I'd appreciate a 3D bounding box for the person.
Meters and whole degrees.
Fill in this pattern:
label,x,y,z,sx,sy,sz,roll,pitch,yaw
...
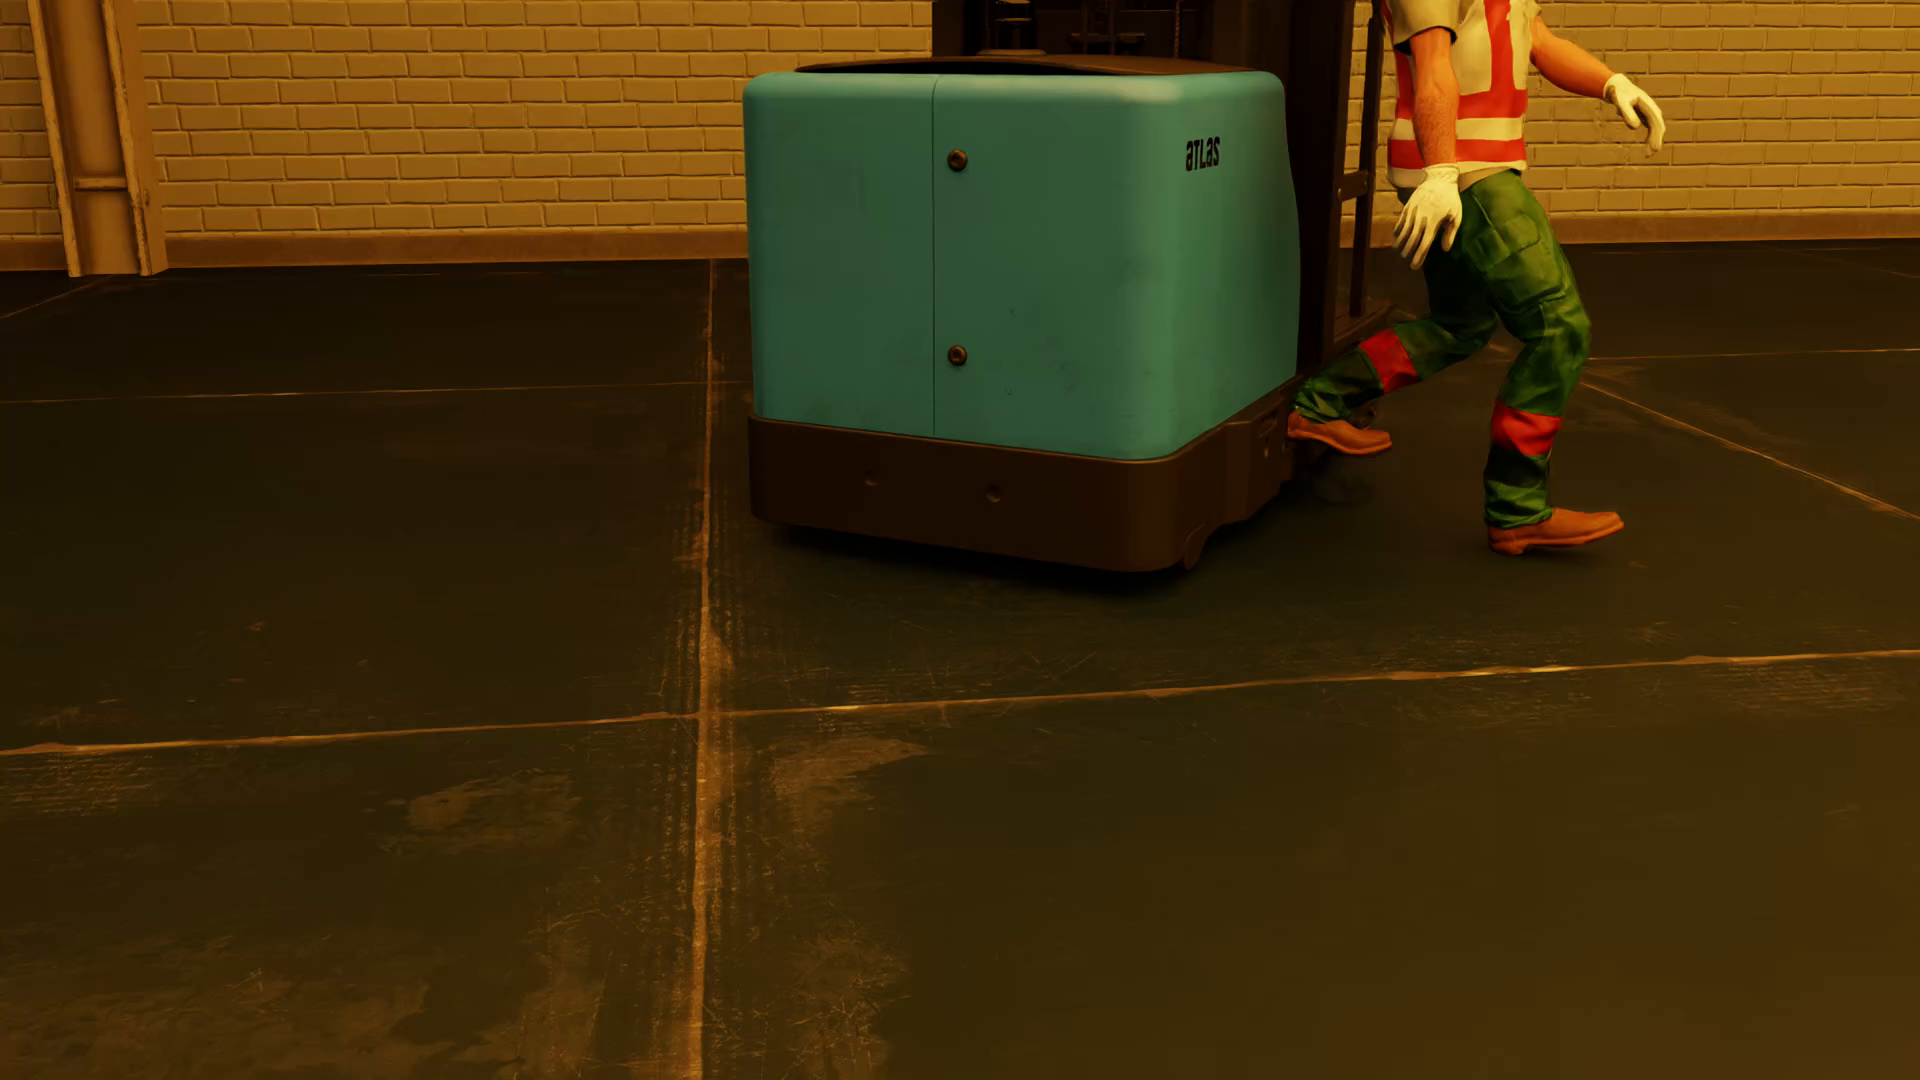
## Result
label,x,y,z,sx,sy,sz,roll,pitch,yaw
person,1.157,-0.823,3.804,0.827,1.697,0.734,4,17,13

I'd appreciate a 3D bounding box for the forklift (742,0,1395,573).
label,x,y,z,sx,sy,sz,roll,pitch,yaw
forklift,0.612,-1.713,4.572,1.130,2.935,3.031,8,19,25
